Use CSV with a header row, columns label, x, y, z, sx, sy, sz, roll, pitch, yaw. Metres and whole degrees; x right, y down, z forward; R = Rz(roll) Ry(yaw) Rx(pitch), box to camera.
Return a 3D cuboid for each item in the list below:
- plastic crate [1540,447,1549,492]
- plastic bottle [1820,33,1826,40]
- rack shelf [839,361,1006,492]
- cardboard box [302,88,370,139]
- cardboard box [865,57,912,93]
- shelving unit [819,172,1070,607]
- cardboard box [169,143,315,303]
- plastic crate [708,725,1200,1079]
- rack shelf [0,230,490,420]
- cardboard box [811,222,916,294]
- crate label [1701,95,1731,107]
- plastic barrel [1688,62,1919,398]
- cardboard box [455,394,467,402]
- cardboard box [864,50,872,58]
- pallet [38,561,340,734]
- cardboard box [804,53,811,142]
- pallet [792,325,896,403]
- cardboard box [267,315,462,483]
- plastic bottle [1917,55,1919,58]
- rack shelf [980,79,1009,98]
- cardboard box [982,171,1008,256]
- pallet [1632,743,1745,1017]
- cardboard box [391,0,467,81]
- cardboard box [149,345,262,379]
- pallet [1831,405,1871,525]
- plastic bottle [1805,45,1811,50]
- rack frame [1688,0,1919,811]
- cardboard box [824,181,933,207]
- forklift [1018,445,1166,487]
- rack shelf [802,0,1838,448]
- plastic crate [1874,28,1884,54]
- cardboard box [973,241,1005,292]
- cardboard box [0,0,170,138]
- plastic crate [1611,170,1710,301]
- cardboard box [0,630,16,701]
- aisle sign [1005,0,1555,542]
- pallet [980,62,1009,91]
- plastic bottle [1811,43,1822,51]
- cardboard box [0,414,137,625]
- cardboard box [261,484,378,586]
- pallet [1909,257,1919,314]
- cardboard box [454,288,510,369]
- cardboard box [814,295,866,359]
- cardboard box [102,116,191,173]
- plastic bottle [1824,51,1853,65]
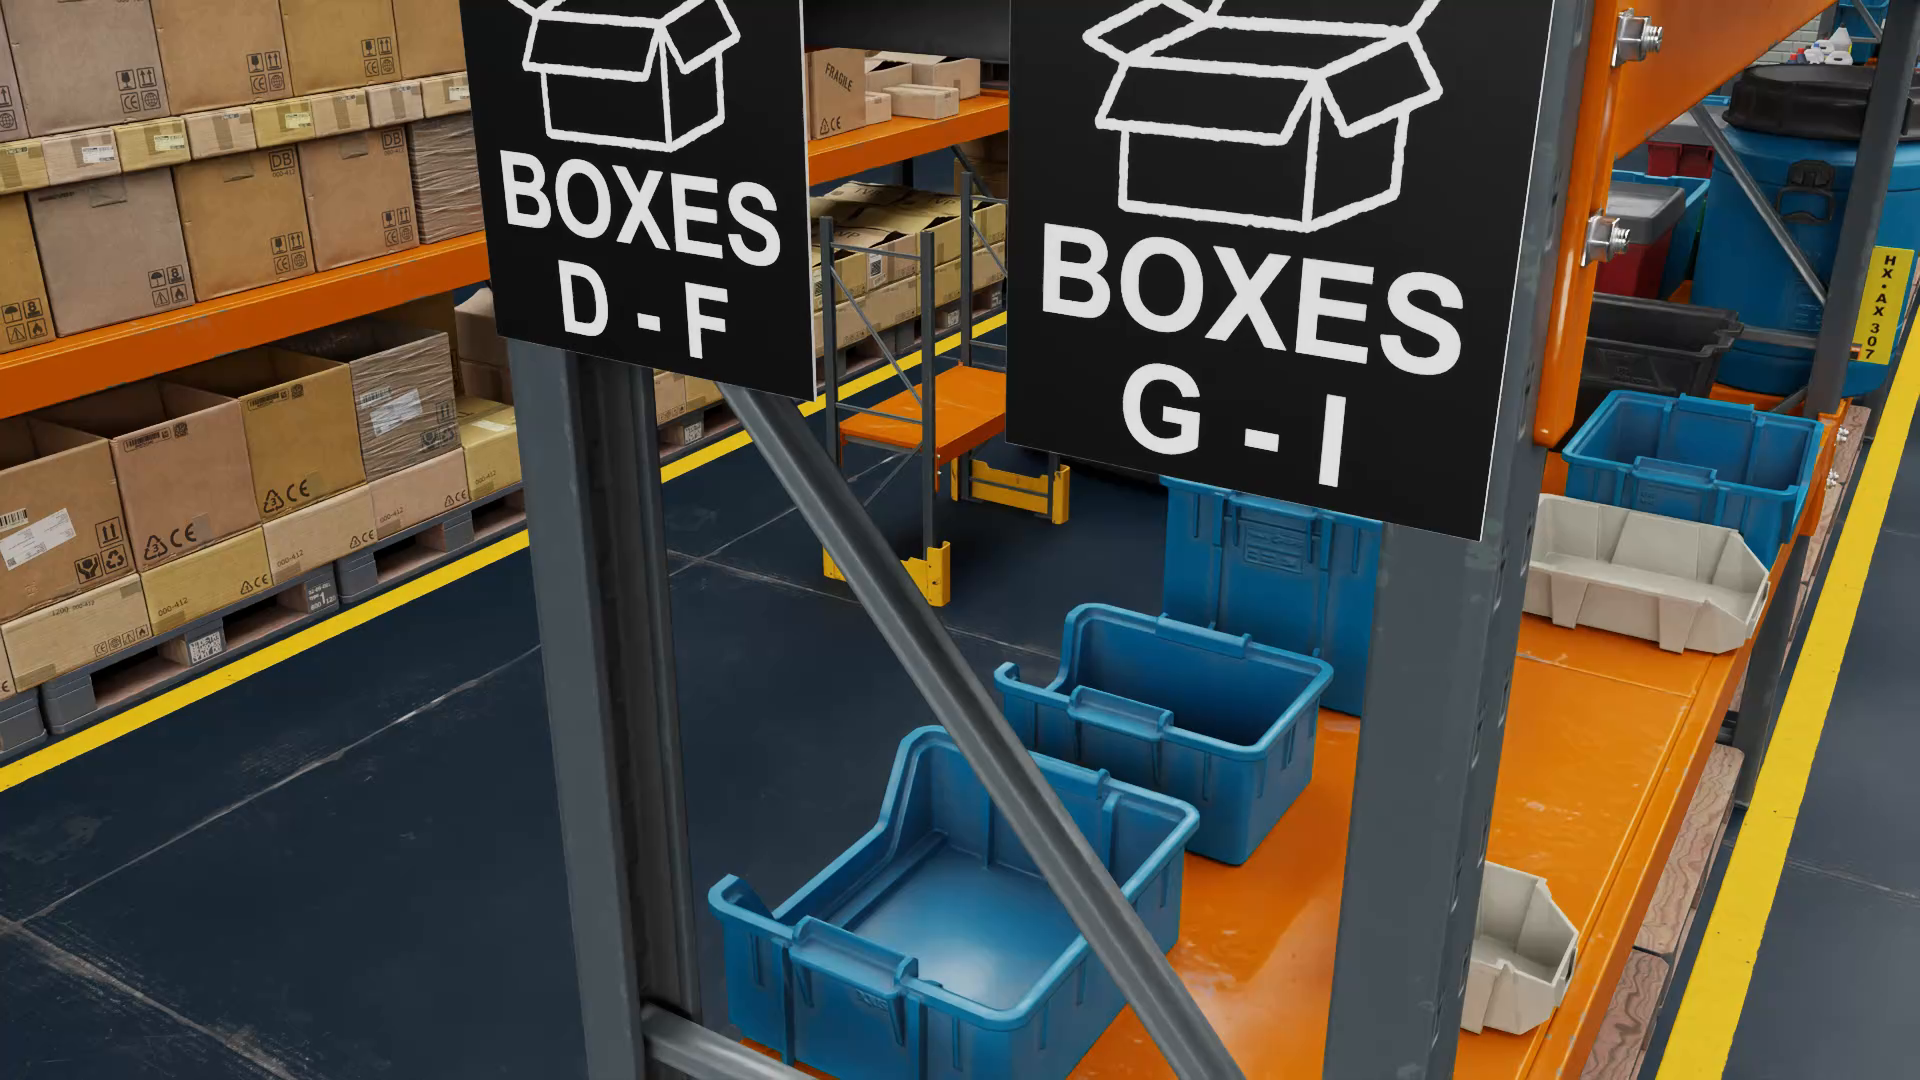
label,x,y,z,sx,sy,sz,roll,pitch,yaw
plastic crate,1.149,-0.148,4.083,0.450,0.188,0.662,14,27,29
plastic bottle,5.698,-3.212,11.040,0.061,0.283,0.133,14,27,29
rack shelf,-0.045,-0.494,6.957,0.538,0.185,1.000,14,27,29
cardboard box,-2.469,-1.630,6.297,0.380,0.149,0.250,14,27,29
cardboard box,-0.628,-2.732,9.896,0.500,0.311,0.500,14,27,28
shelving unit,-0.040,-0.663,6.893,0.587,1.500,1.083,14,27,29
cardboard box,-2.871,-1.231,6.191,0.700,0.500,0.500,14,27,30
plastic crate,0.005,0.542,2.409,0.499,0.251,0.616,14,27,29
rack shelf,-3.156,-0.679,5.947,1.077,0.370,4.000,14,27,29
cardboard box,-0.596,-1.647,9.506,0.500,0.311,0.500,14,27,29
crate label,3.461,-1.732,7.431,0.502,0.435,0.616,14,27,29
plastic barrel,2.566,-0.941,5.018,0.600,0.901,0.708,14,27,29
cardboard box,-2.604,-0.522,7.612,0.500,0.250,0.500,14,27,29
cardboard box,-1.343,-4.866,17.333,0.700,0.500,0.500,14,27,28
pallet,-3.199,0.269,6.363,1.003,0.211,1.213,14,27,29
cardboard box,-1.140,-2.332,8.736,0.500,0.500,0.500,14,27,29
pallet,-1.103,-1.074,9.466,1.003,0.211,1.213,14,27,29
cardboard box,-2.434,-0.590,6.826,0.500,0.500,0.500,14,27,29
plastic bottle,5.817,-2.811,10.130,0.097,0.271,0.097,0,23,0
rack shelf,1.063,-3.379,12.184,1.077,0.370,4.000,14,27,29
cardboard box,0.491,-2.182,11.108,0.500,0.500,0.500,15,28,31
pallet,1.715,0.853,5.013,1.003,0.211,1.213,14,27,29
cardboard box,-2.330,-2.174,6.737,0.700,0.500,0.500,14,27,29
cardboard box,-3.139,-0.530,6.688,0.500,0.500,0.500,14,27,29
pallet,3.773,-0.461,8.050,1.003,0.211,1.213,14,27,29
plastic bottle,5.300,-2.957,10.451,0.061,0.283,0.133,14,27,29
rack frame,2.105,-0.644,4.963,1.000,3.000,0.127,14,27,29
cardboard box,-0.517,-2.107,10.567,0.500,0.311,0.500,15,28,31
forklift,1.588,-2.090,8.387,1.130,2.935,3.031,18,29,35
rack shelf,1.050,-1.016,2.951,1.077,0.370,4.000,14,27,29
plastic crate,6.687,-3.680,12.246,0.437,0.125,0.590,14,27,29
cardboard box,-0.062,-1.736,10.417,0.500,0.250,0.500,15,27,30
cardboard box,-3.124,-1.666,5.563,0.700,0.500,0.500,14,27,29
plastic crate,2.422,-1.075,5.977,0.392,0.384,0.575,14,27,29
cardboard box,-3.479,0.432,5.410,0.500,0.250,0.500,14,27,29
aisle sign,0.206,-0.402,1.130,0.394,0.787,0.004,14,27,29
pallet,0.306,-3.189,11.083,1.213,0.211,1.003,14,27,29
plastic bottle,5.479,-3.052,10.687,0.097,0.271,0.097,0,23,0
cardboard box,-3.225,-0.084,5.656,0.500,0.500,0.500,14,27,29
cardboard box,-2.684,-0.074,6.577,0.500,0.250,0.500,14,27,29
pallet,5.882,-1.813,11.173,1.003,0.211,1.213,14,27,29
cardboard box,-2.131,-1.069,8.170,0.500,0.311,0.500,14,27,29
cardboard box,-0.867,-1.218,9.220,0.500,0.250,0.500,14,27,30
cardboard box,-2.872,-1.372,5.701,0.380,0.149,0.250,15,28,31
plastic bottle,5.398,-2.867,10.253,0.152,0.276,0.135,14,27,29
